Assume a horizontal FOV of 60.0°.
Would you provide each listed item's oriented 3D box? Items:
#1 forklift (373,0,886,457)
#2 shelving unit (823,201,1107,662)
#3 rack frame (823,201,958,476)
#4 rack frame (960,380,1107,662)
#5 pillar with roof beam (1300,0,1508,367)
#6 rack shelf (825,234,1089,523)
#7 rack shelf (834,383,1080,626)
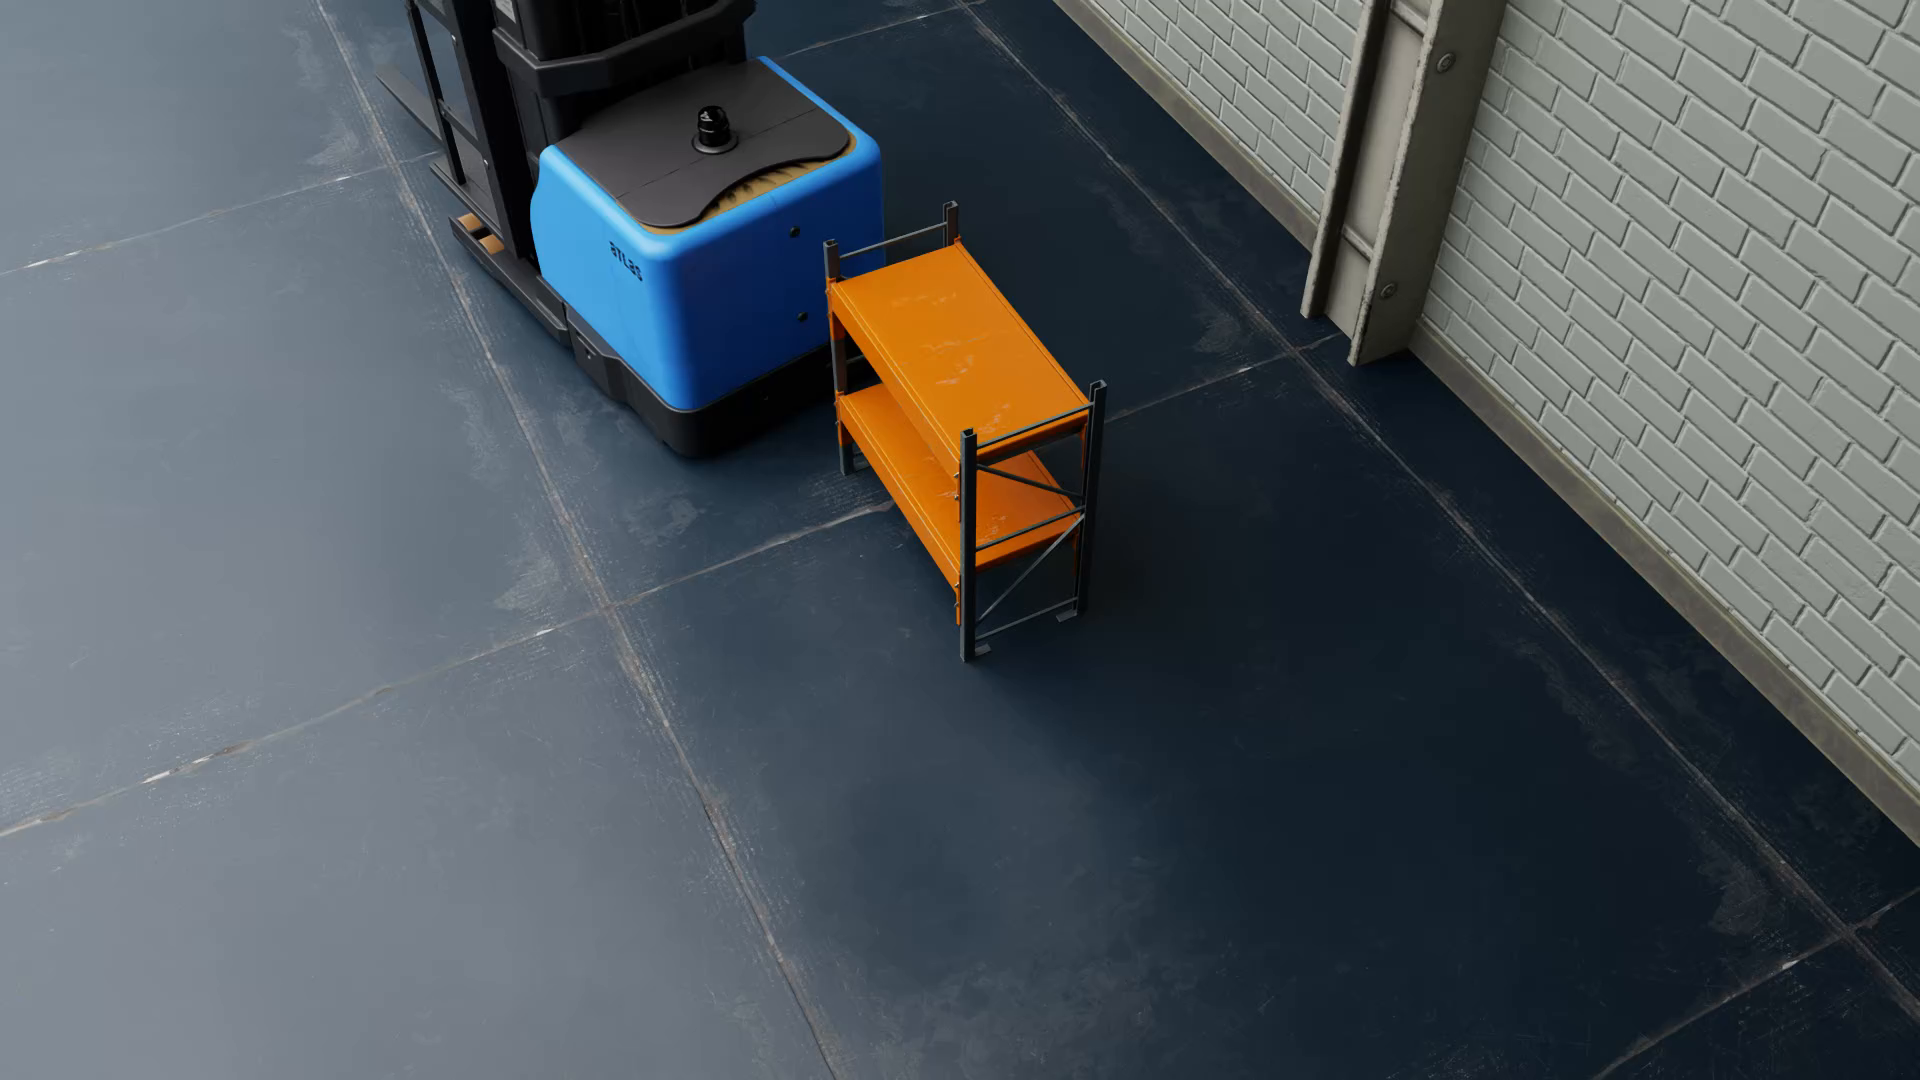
[{"bbox_3d":[-1.589,-2.341,6.351,1.130,2.935,3.031,-31,56,-24],"label":"forklift"},{"bbox_3d":[-0.003,-0.375,5.831,0.538,1.125,1.048,-21,52,-18],"label":"shelving unit"},{"bbox_3d":[-0.236,-0.715,6.128,0.500,1.125,0.032,-21,52,-18],"label":"rack frame"},{"bbox_3d":[0.230,-0.035,5.533,0.500,1.125,0.032,-21,52,-18],"label":"rack frame"},{"bbox_3d":[-2.151,-2.378,2.352,9.100,9.000,0.400,-21,52,-18],"label":"pillar with roof beam"},{"bbox_3d":[-0.003,-0.568,5.610,0.538,0.278,1.000,-21,52,-18],"label":"rack shelf"},{"bbox_3d":[-0.003,-0.214,6.015,0.538,0.278,1.000,-21,52,-18],"label":"rack shelf"}]
